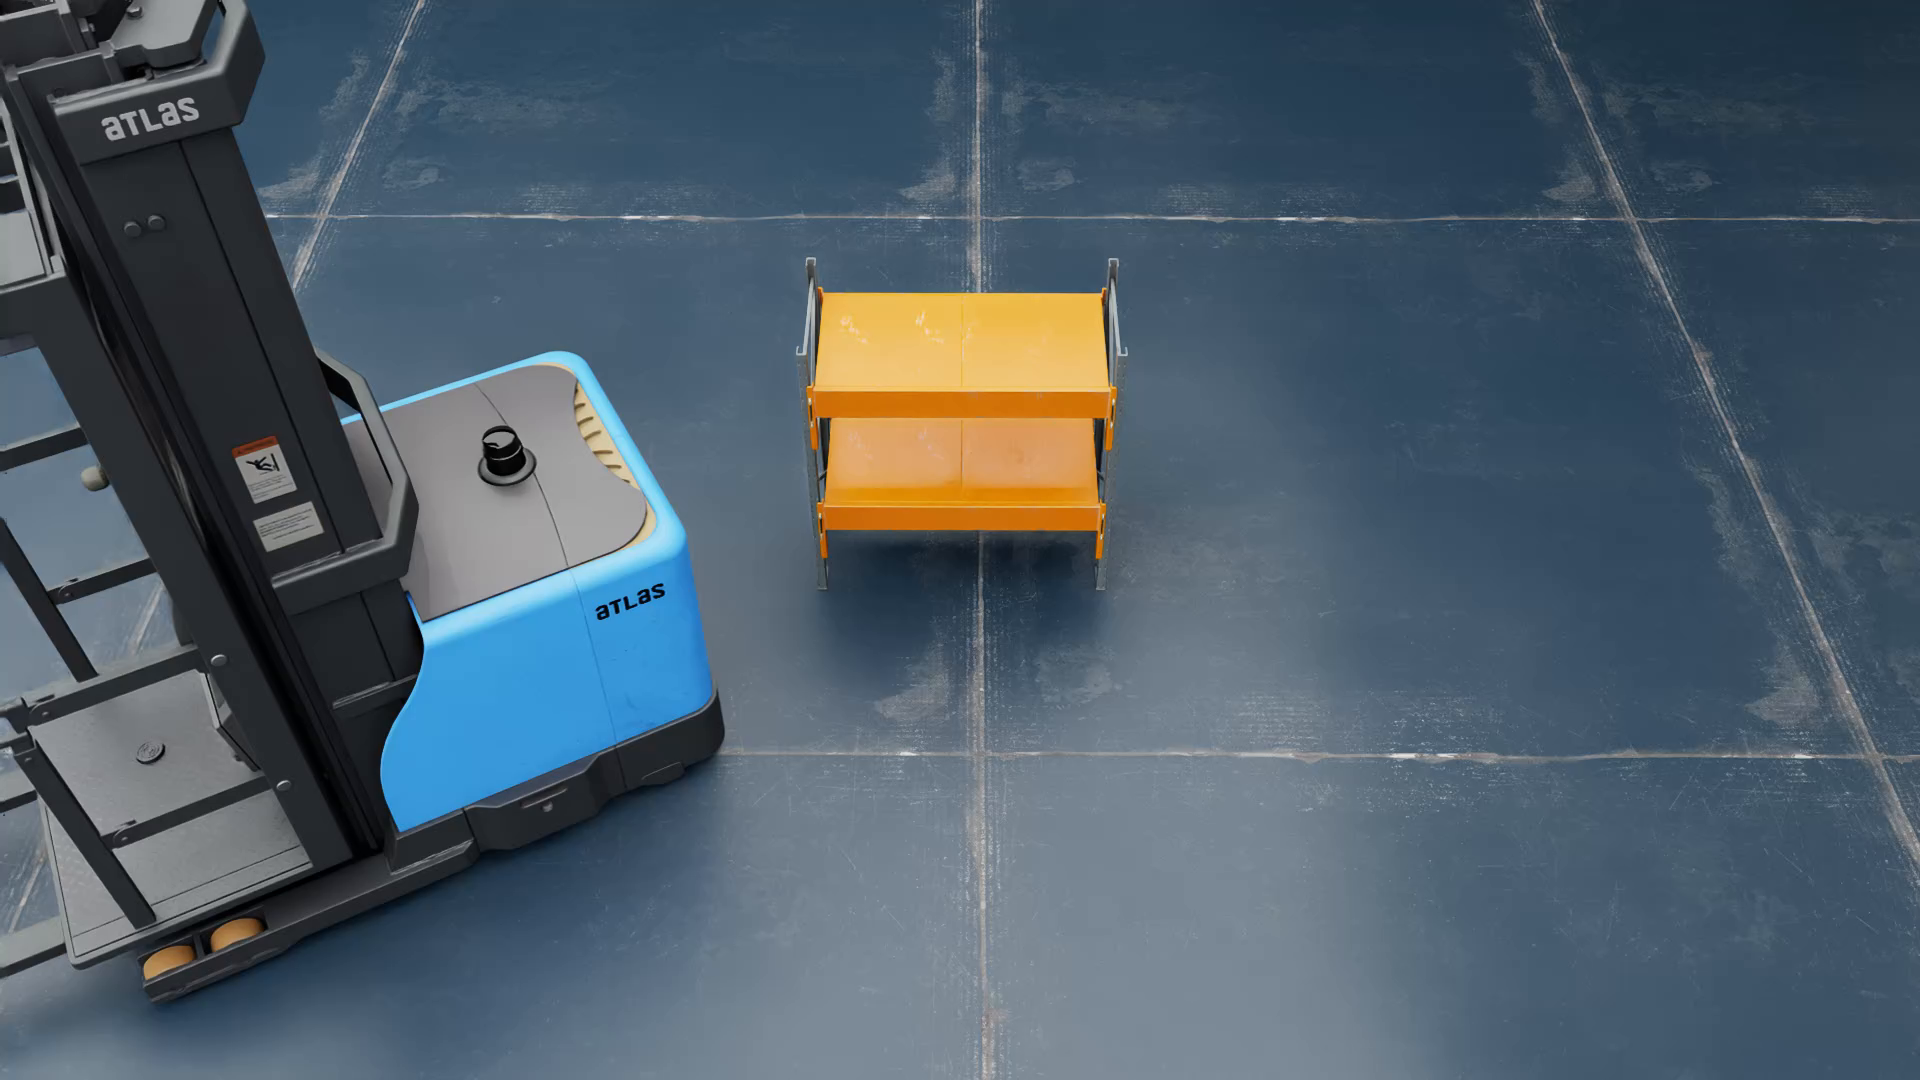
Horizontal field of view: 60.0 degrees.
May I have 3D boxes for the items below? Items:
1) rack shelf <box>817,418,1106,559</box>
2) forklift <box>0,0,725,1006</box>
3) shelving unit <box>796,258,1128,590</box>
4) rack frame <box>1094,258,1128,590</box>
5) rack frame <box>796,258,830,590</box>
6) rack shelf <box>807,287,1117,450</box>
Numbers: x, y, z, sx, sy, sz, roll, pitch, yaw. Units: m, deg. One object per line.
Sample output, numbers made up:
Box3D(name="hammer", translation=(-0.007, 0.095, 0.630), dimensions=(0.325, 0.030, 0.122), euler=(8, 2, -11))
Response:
Box3D(name="rack shelf", translation=(0.007, -0.217, 6.017), dimensions=(1.000, 0.278, 0.538), euler=(0, 47, 0))
Box3D(name="forklift", translation=(-2.328, -0.076, 4.319), dimensions=(3.031, 2.935, 1.130), euler=(-22, 51, -19))
Box3D(name="shelving unit", translation=(0.007, -0.383, 5.838), dimensions=(1.048, 1.125, 0.538), euler=(0, 47, 0))
Box3D(name="rack frame", translation=(0.515, -0.382, 5.837), dimensions=(0.032, 1.125, 0.500), euler=(0, 47, 0))
Box3D(name="rack frame", translation=(-0.502, -0.385, 5.840), dimensions=(0.032, 1.125, 0.500), euler=(0, 47, 0))
Box3D(name="rack shelf", translation=(0.007, -0.583, 5.624), dimensions=(1.000, 0.278, 0.538), euler=(0, 47, 0))
